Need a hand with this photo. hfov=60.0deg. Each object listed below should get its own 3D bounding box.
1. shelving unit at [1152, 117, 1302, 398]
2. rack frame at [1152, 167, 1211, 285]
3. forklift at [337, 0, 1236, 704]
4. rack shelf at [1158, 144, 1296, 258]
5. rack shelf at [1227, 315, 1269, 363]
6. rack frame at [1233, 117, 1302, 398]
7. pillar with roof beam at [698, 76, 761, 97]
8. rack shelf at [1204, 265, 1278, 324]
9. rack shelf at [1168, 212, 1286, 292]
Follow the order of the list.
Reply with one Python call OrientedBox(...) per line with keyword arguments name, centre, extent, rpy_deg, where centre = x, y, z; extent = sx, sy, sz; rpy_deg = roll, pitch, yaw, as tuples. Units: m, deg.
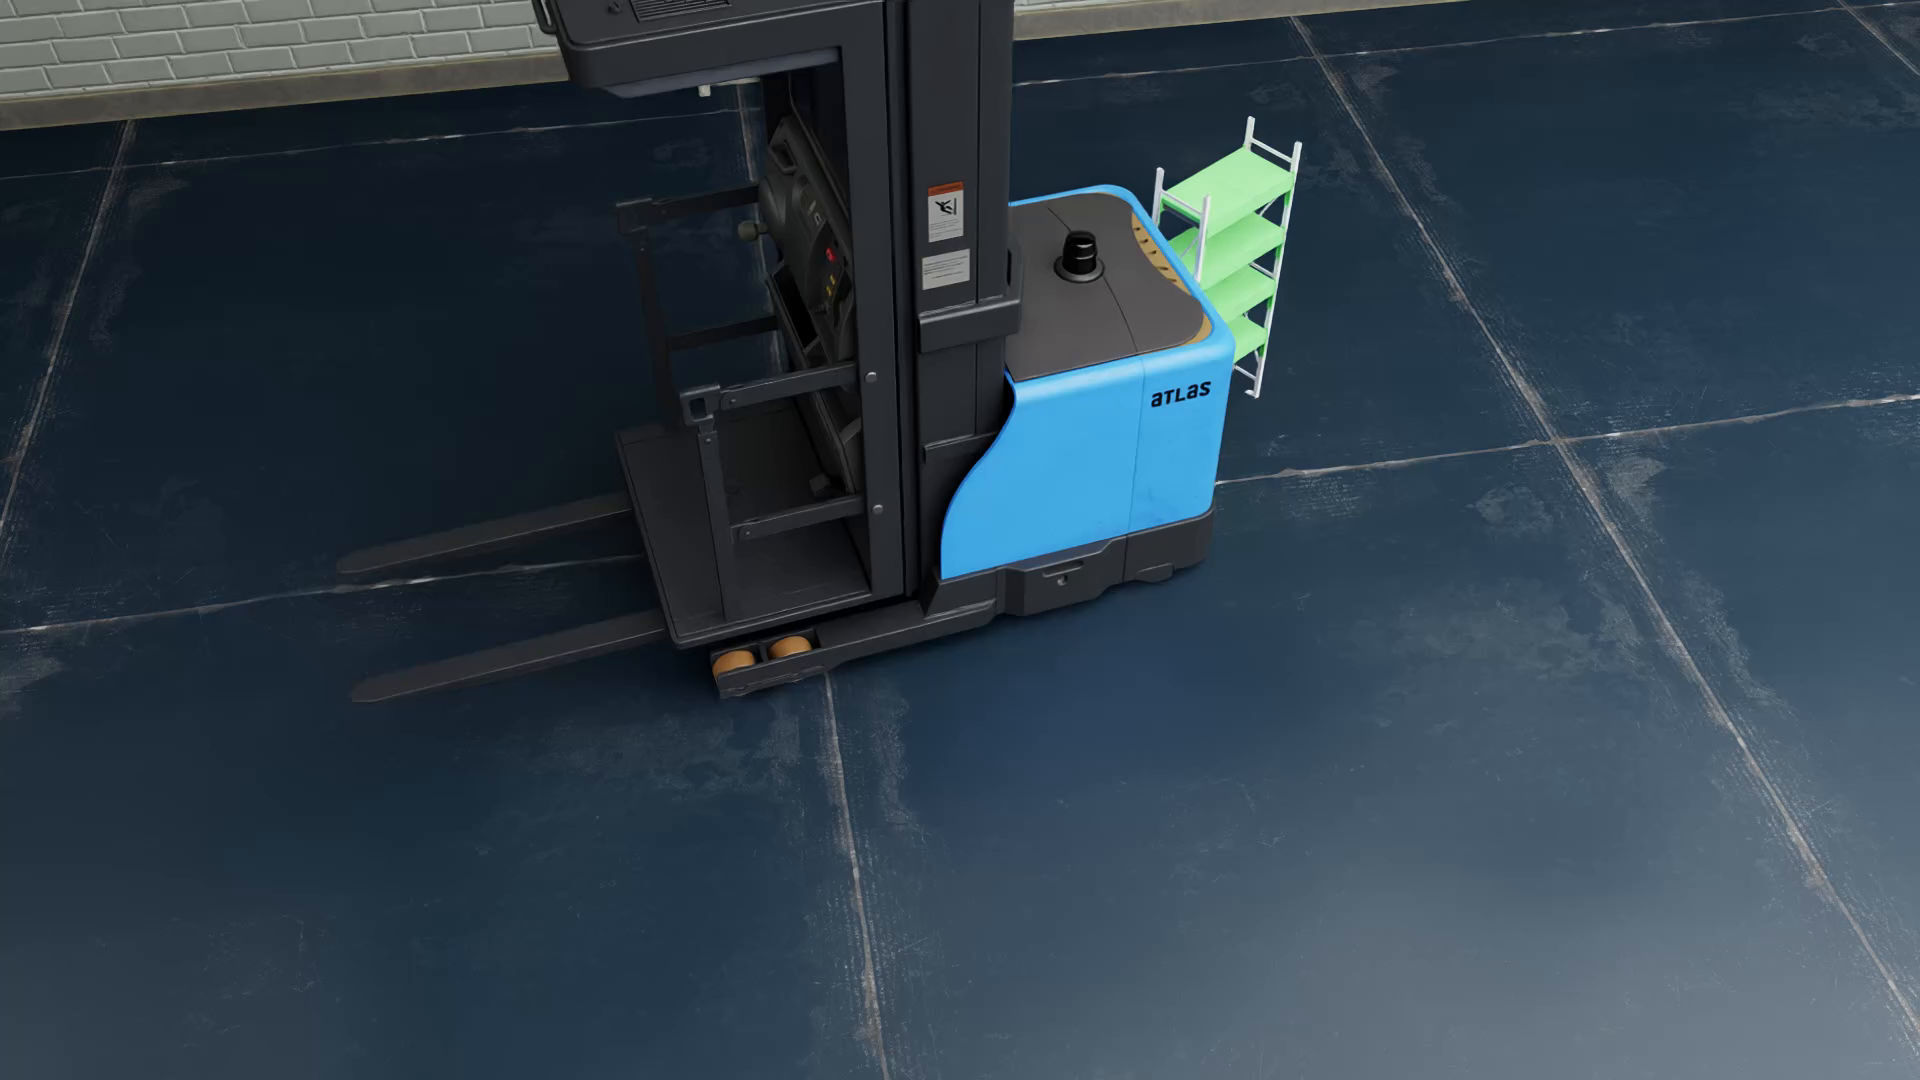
OrientedBox(name="shelving unit", centre=(0.957, -0.945, 6.327), extent=(0.503, 1.200, 0.258), rpy_deg=(-33, 55, -28))
OrientedBox(name="rack frame", centre=(0.777, -0.827, 6.213), extent=(0.015, 1.200, 0.240), rpy_deg=(-33, 55, -28))
OrientedBox(name="forklift", centre=(-0.657, -0.908, 5.090), extent=(3.031, 2.935, 1.130), rpy_deg=(-14, 48, -13))
OrientedBox(name="rack shelf", centre=(0.957, -1.234, 6.028), extent=(0.480, 0.148, 0.258), rpy_deg=(-33, 55, -28))
OrientedBox(name="rack shelf", centre=(0.957, -0.734, 6.546), extent=(0.480, 0.148, 0.258), rpy_deg=(-33, 55, -28))
OrientedBox(name="rack frame", centre=(1.137, -1.064, 6.442), extent=(0.015, 1.200, 0.240), rpy_deg=(-33, 55, -28))
OrientedBox(name="pillar with roof beam", centre=(-0.416, -2.443, 2.354), extent=(0.400, 9.000, 9.100), rpy_deg=(-7, 46, -7))
OrientedBox(name="rack shelf", centre=(0.957, -0.901, 6.373), extent=(0.480, 0.148, 0.258), rpy_deg=(-33, 55, -28))
OrientedBox(name="rack shelf", centre=(0.957, -1.067, 6.201), extent=(0.480, 0.148, 0.258), rpy_deg=(-33, 55, -28))
